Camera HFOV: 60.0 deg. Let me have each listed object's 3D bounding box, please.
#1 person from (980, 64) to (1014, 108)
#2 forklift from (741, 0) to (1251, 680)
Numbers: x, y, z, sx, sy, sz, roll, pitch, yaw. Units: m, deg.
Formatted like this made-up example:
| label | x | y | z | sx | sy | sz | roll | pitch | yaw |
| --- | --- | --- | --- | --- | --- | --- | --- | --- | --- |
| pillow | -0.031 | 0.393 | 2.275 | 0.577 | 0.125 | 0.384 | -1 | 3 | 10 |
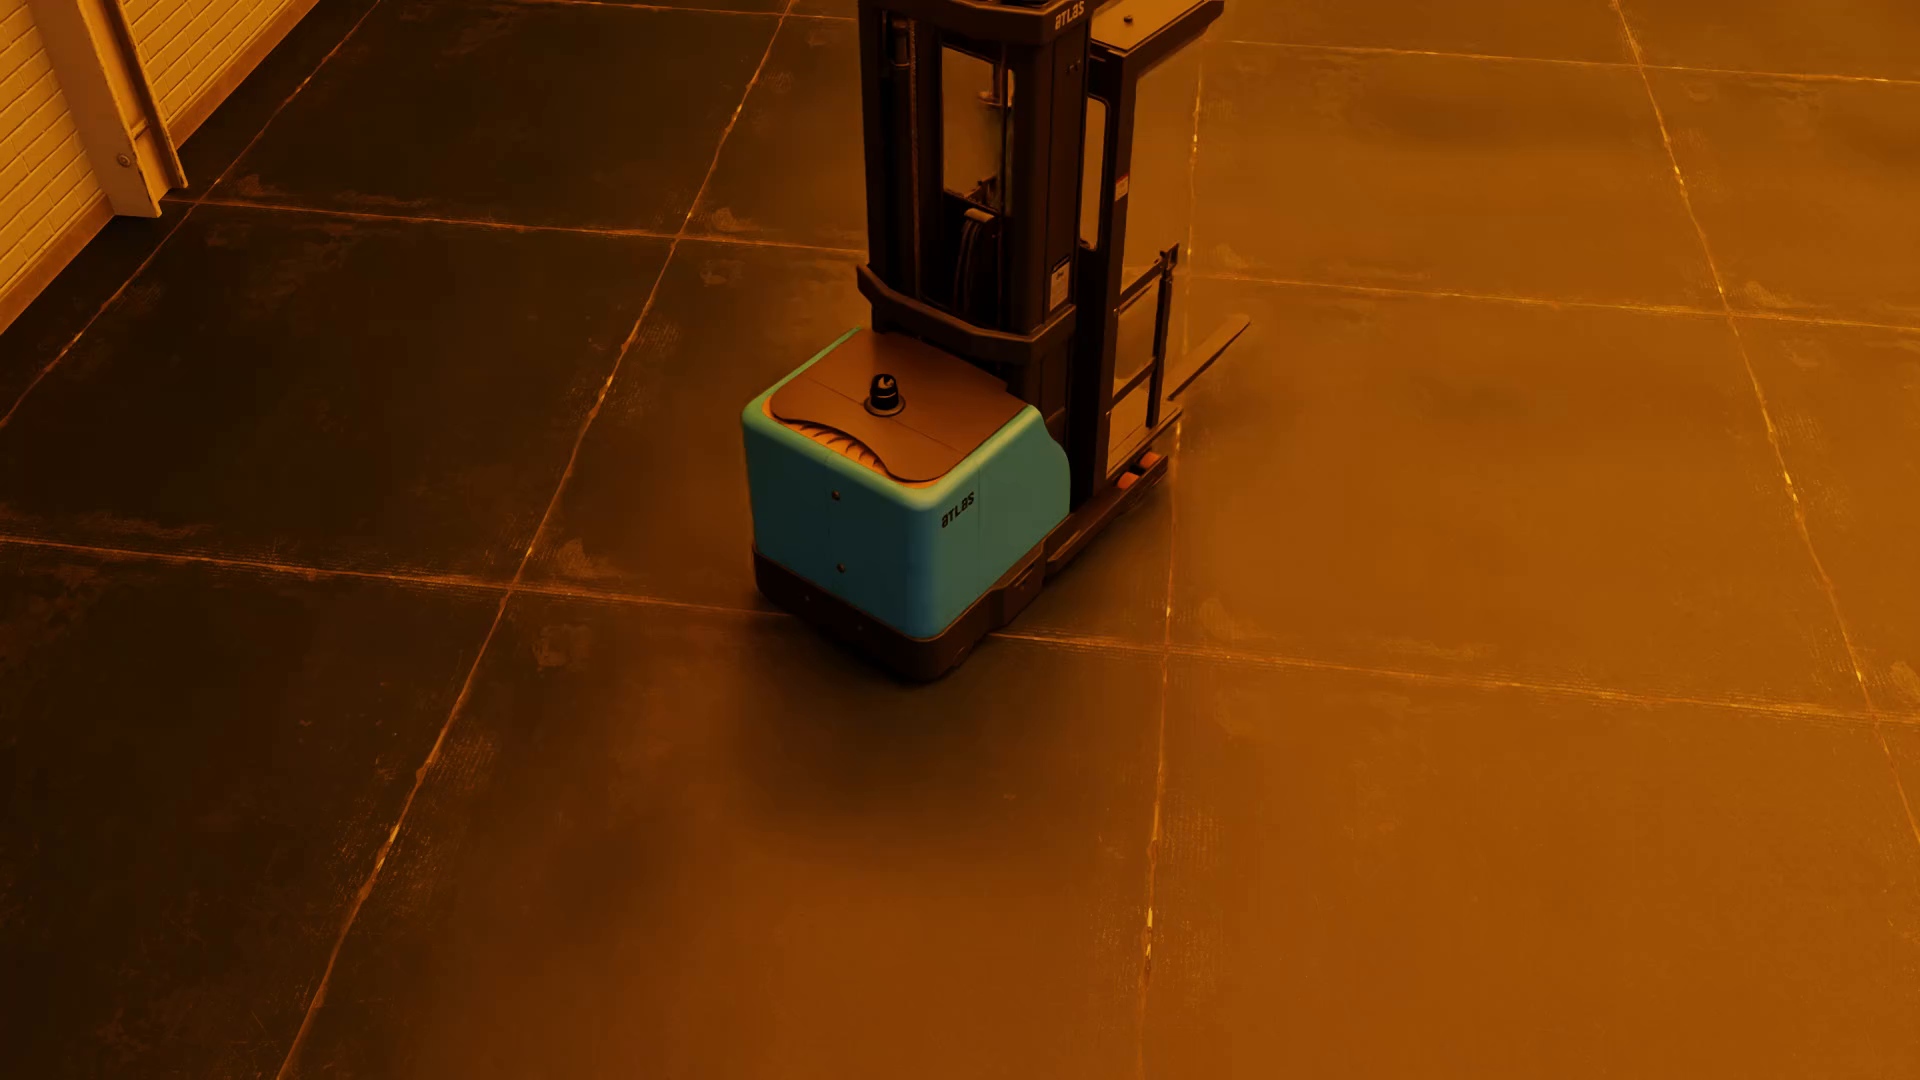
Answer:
| label | x | y | z | sx | sy | sz | roll | pitch | yaw |
| --- | --- | --- | --- | --- | --- | --- | --- | --- | --- |
| person | 0.389 | -3.512 | 10.485 | 0.532 | 1.712 | 0.460 | -18 | 45 | -18 |
| forklift | 0.365 | -1.425 | 7.276 | 1.130 | 2.935 | 3.031 | 27 | 49 | 27 |
